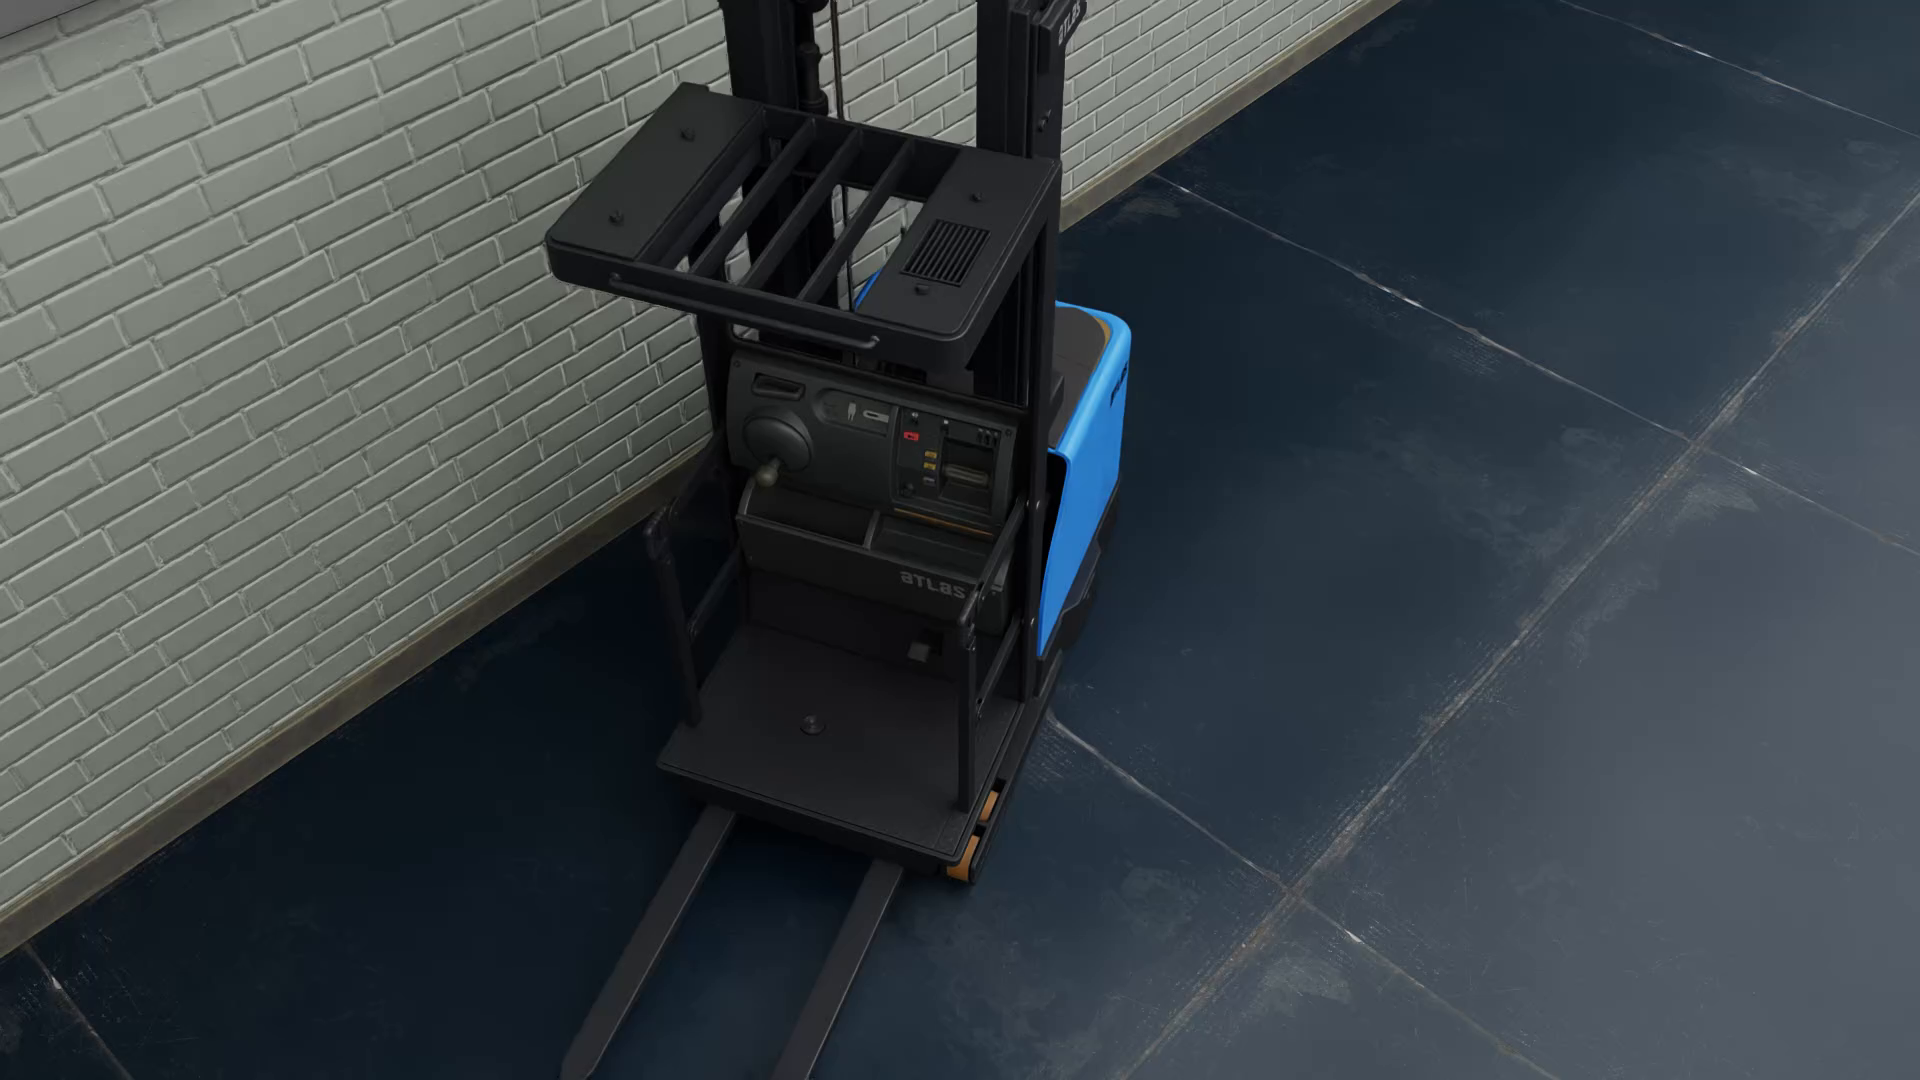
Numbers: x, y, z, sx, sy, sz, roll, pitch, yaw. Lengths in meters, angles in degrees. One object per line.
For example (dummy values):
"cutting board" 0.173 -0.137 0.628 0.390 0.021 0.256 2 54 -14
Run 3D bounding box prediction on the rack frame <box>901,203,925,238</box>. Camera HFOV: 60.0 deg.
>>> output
"rack frame" -0.172 -0.841 6.717 0.015 1.200 0.240 15 49 13

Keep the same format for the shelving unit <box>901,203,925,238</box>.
"shelving unit" 0.058 -0.780 6.660 0.503 1.200 0.258 15 49 13

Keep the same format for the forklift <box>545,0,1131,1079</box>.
"forklift" -0.351 -0.194 4.921 1.130 2.935 3.031 15 49 14
